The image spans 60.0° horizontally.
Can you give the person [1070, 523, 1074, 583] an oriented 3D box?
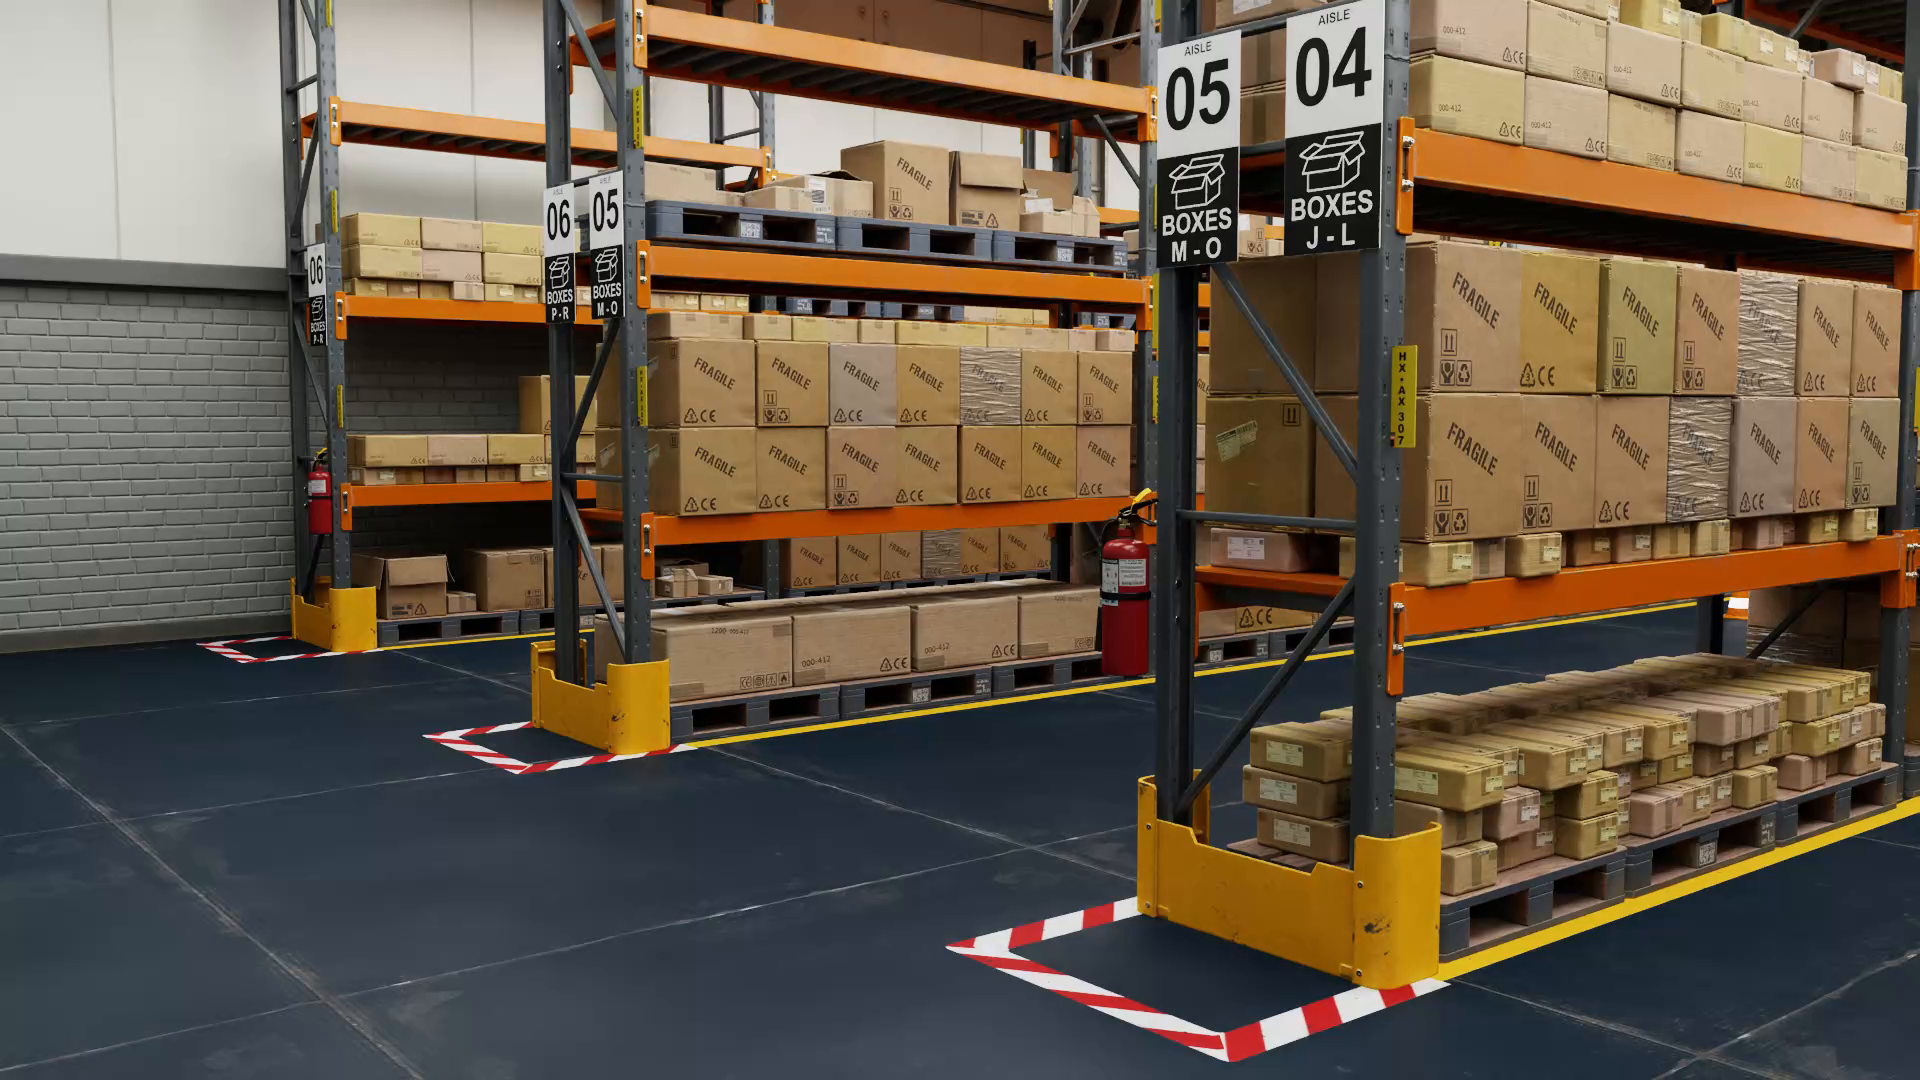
[{"bbox_3d":[1.016,-0.140,15.542,0.360,1.672,0.497,-4,6,-39],"label":"person"}]
